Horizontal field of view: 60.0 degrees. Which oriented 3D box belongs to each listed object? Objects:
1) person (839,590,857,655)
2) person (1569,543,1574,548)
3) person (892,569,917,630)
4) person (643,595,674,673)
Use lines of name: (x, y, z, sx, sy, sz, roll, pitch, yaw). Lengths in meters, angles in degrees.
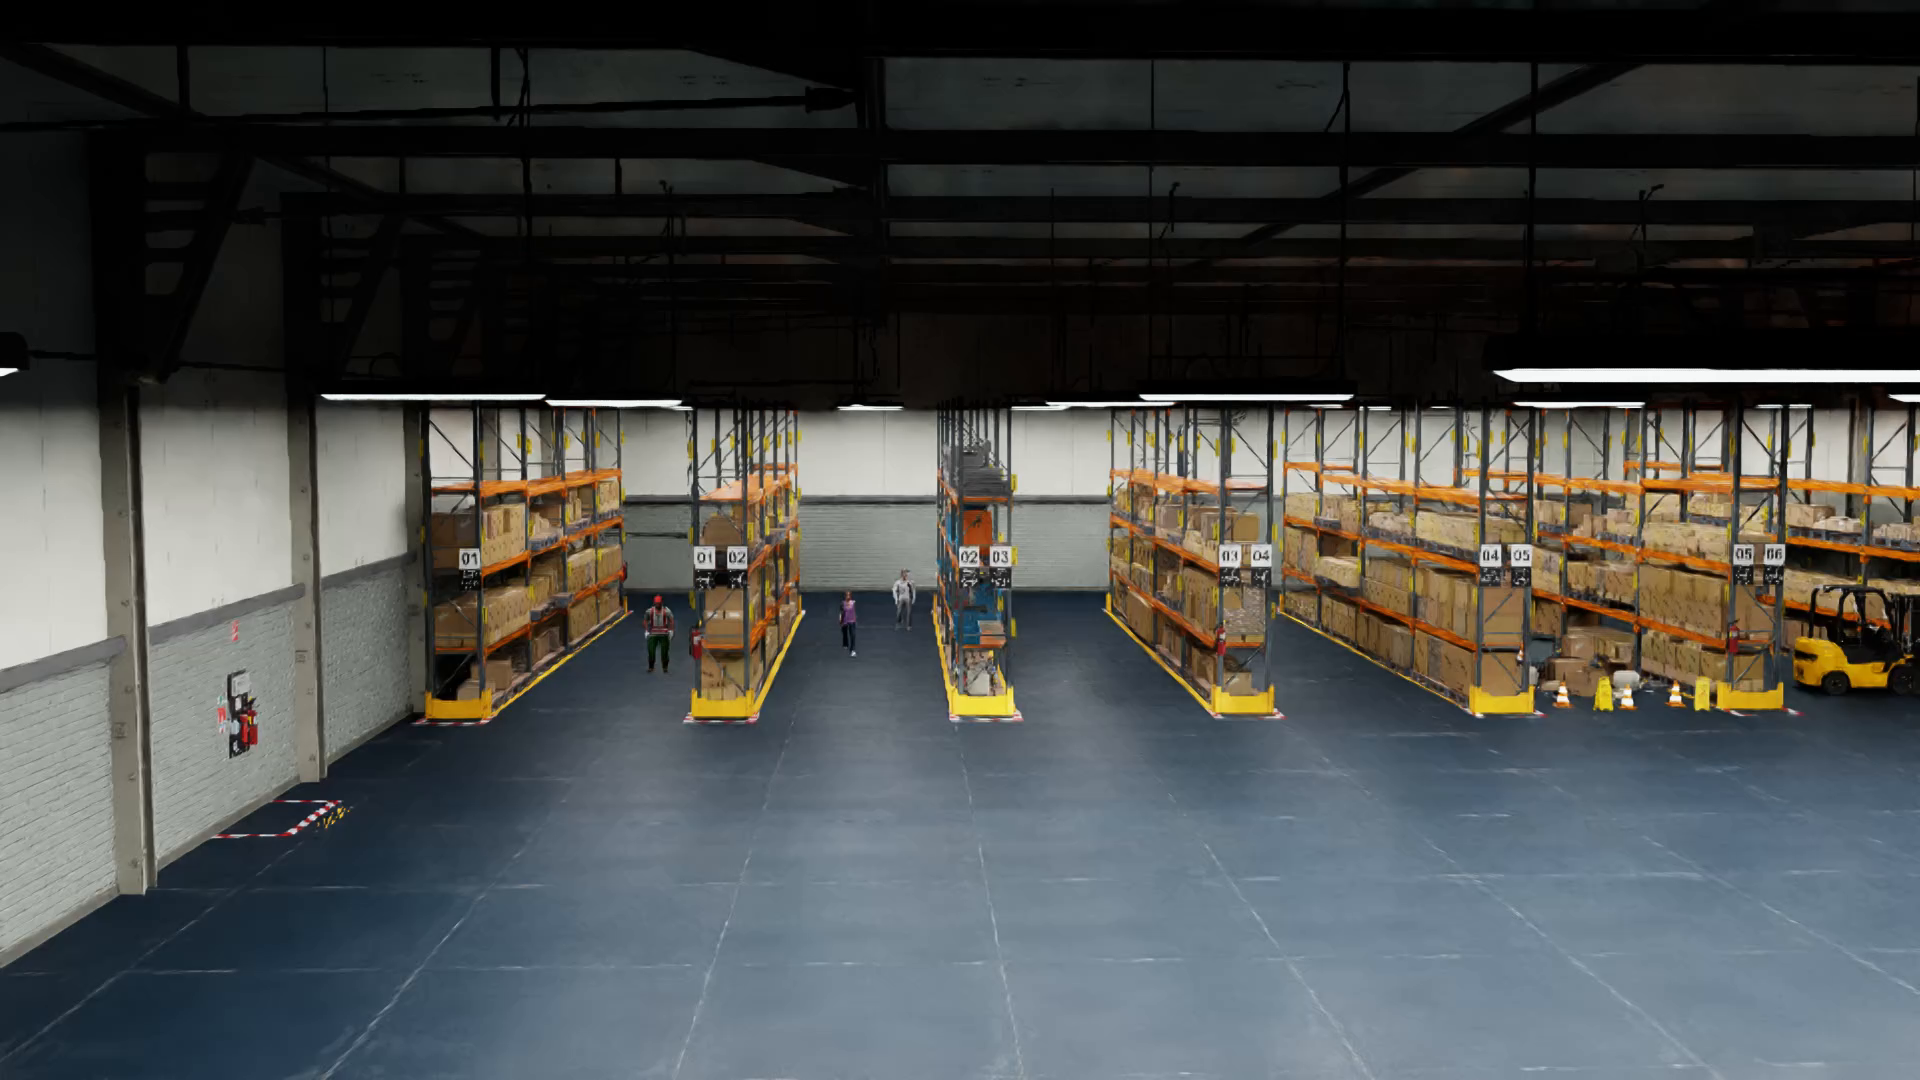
person: (-2.640, 1.934, 39.132, 0.419, 1.497, 1.032, 0, 4, -5)
person: (19.063, 0.914, 51.806, 0.576, 1.634, 0.531, -4, 6, -44)
person: (-1.455, 1.549, 43.581, 0.634, 1.633, 0.507, 0, 4, -2)
person: (-6.576, 2.059, 36.291, 0.677, 1.742, 0.552, 0, 4, -4)
